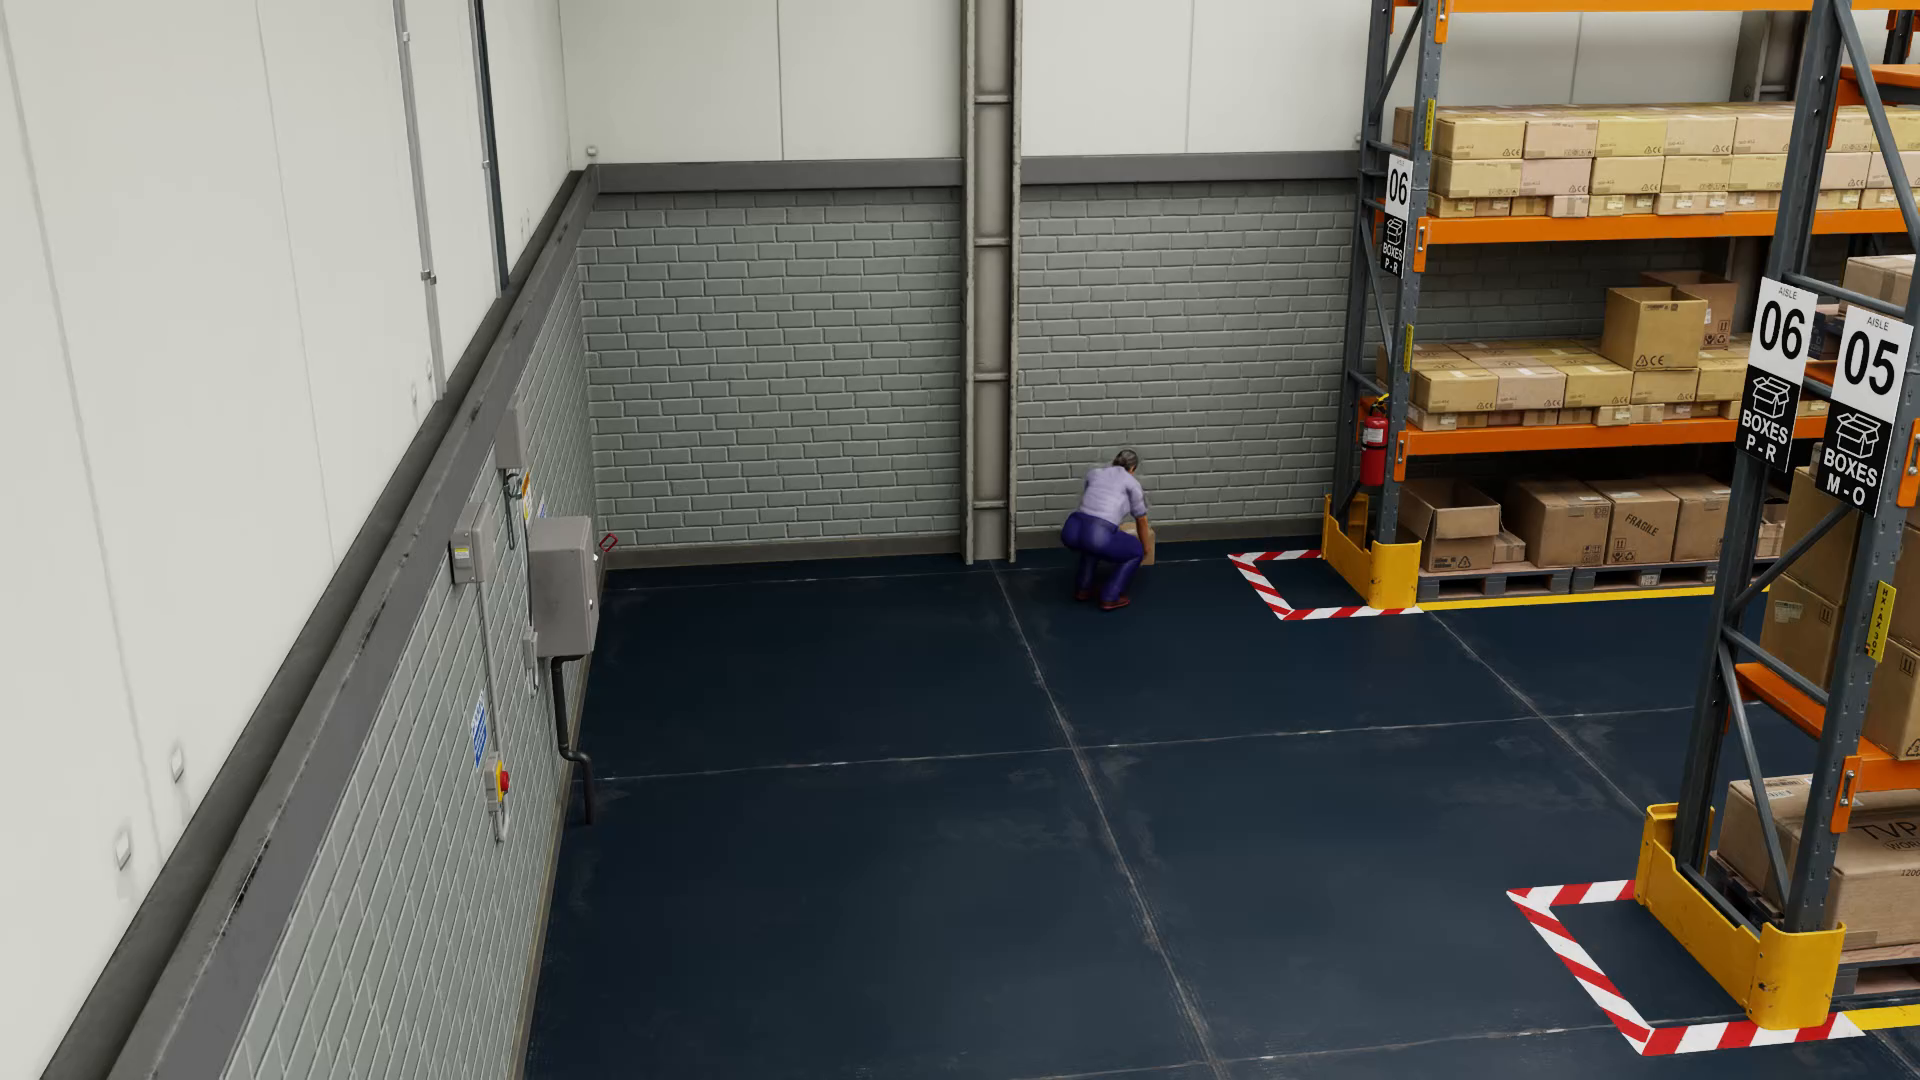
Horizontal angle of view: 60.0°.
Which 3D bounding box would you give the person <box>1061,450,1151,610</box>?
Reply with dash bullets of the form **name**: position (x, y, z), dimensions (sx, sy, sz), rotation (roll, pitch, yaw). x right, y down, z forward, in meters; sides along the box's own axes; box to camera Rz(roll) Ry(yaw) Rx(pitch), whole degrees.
- **person**: position (1.052, -0.072, 12.132), dimensions (0.533, 1.077, 0.772), rotation (17, 26, 38)
